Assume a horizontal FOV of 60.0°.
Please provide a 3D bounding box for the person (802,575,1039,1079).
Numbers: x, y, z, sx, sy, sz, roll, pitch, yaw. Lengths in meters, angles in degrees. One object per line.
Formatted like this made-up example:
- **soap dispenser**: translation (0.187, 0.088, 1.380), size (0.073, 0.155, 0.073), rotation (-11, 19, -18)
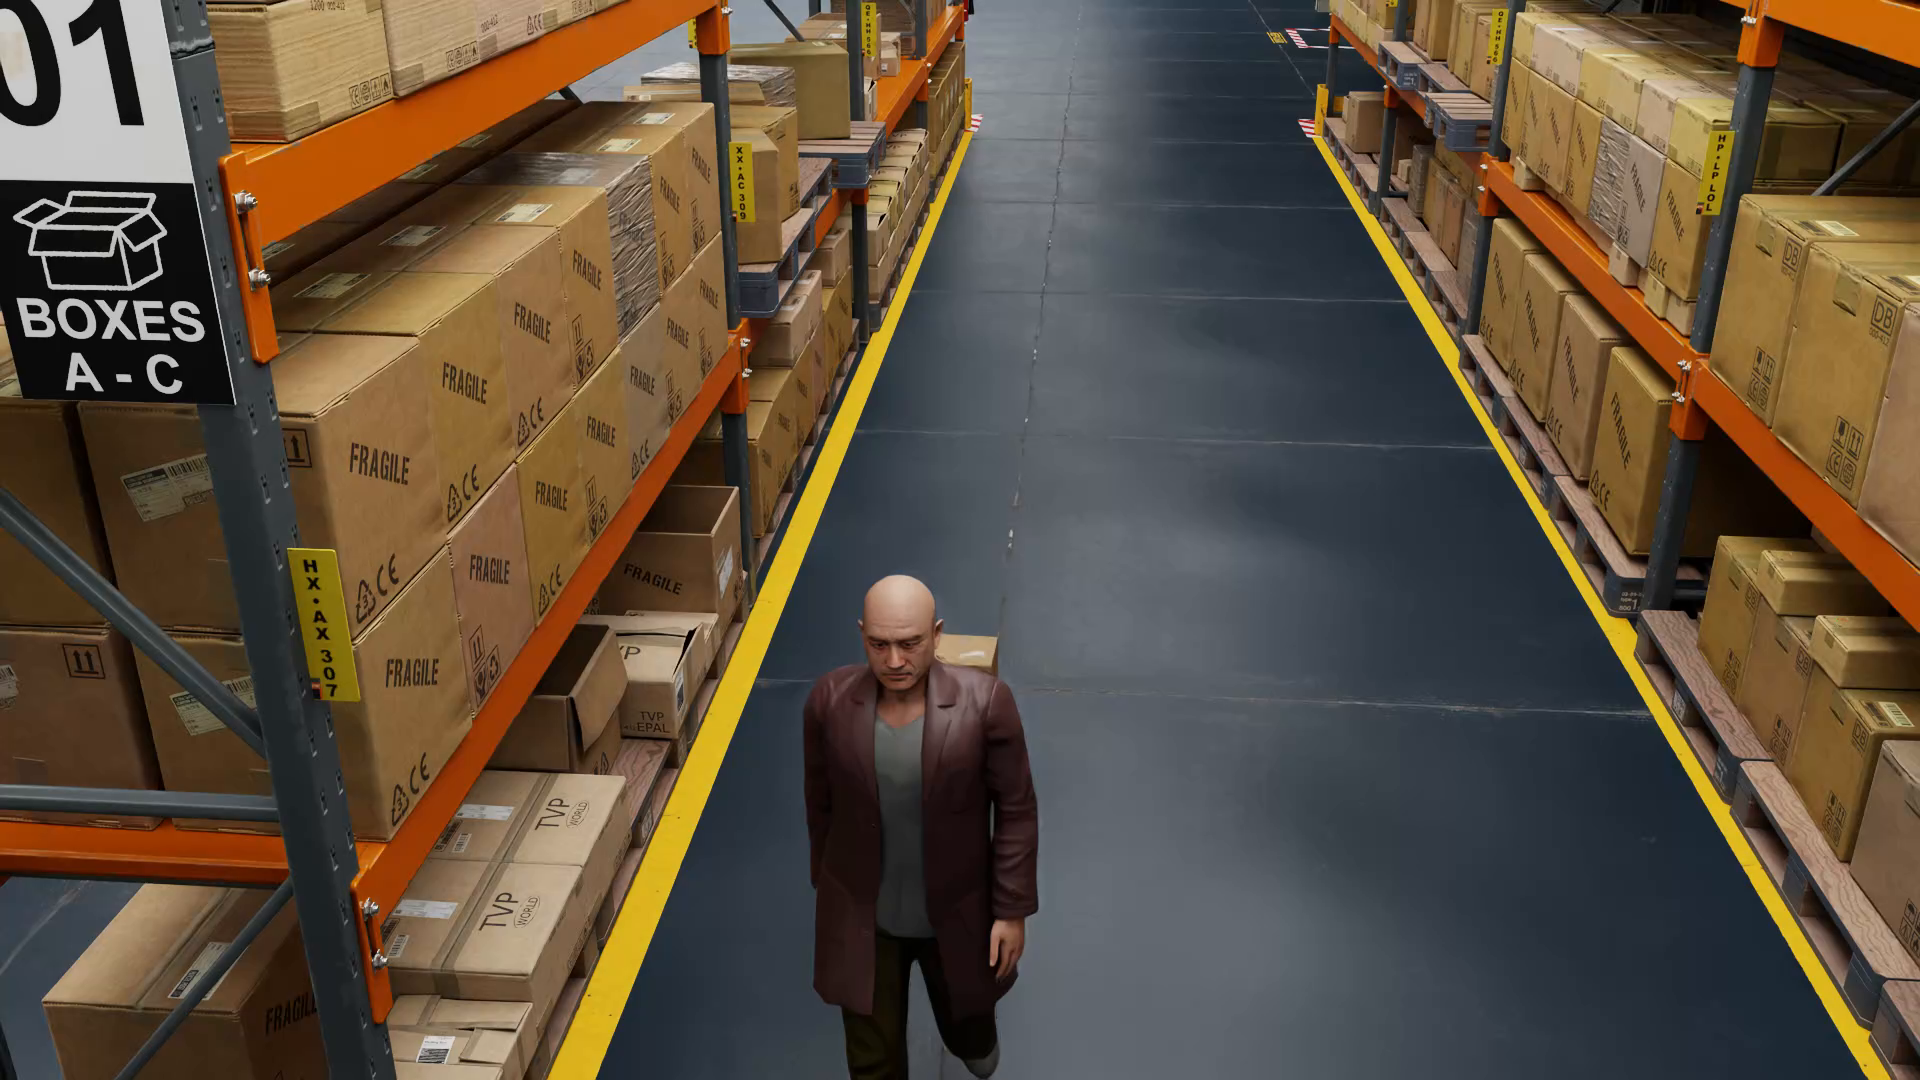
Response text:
- **person**: translation (-0.093, 0.863, 4.161), size (0.587, 1.756, 0.799), rotation (2, 24, 4)
